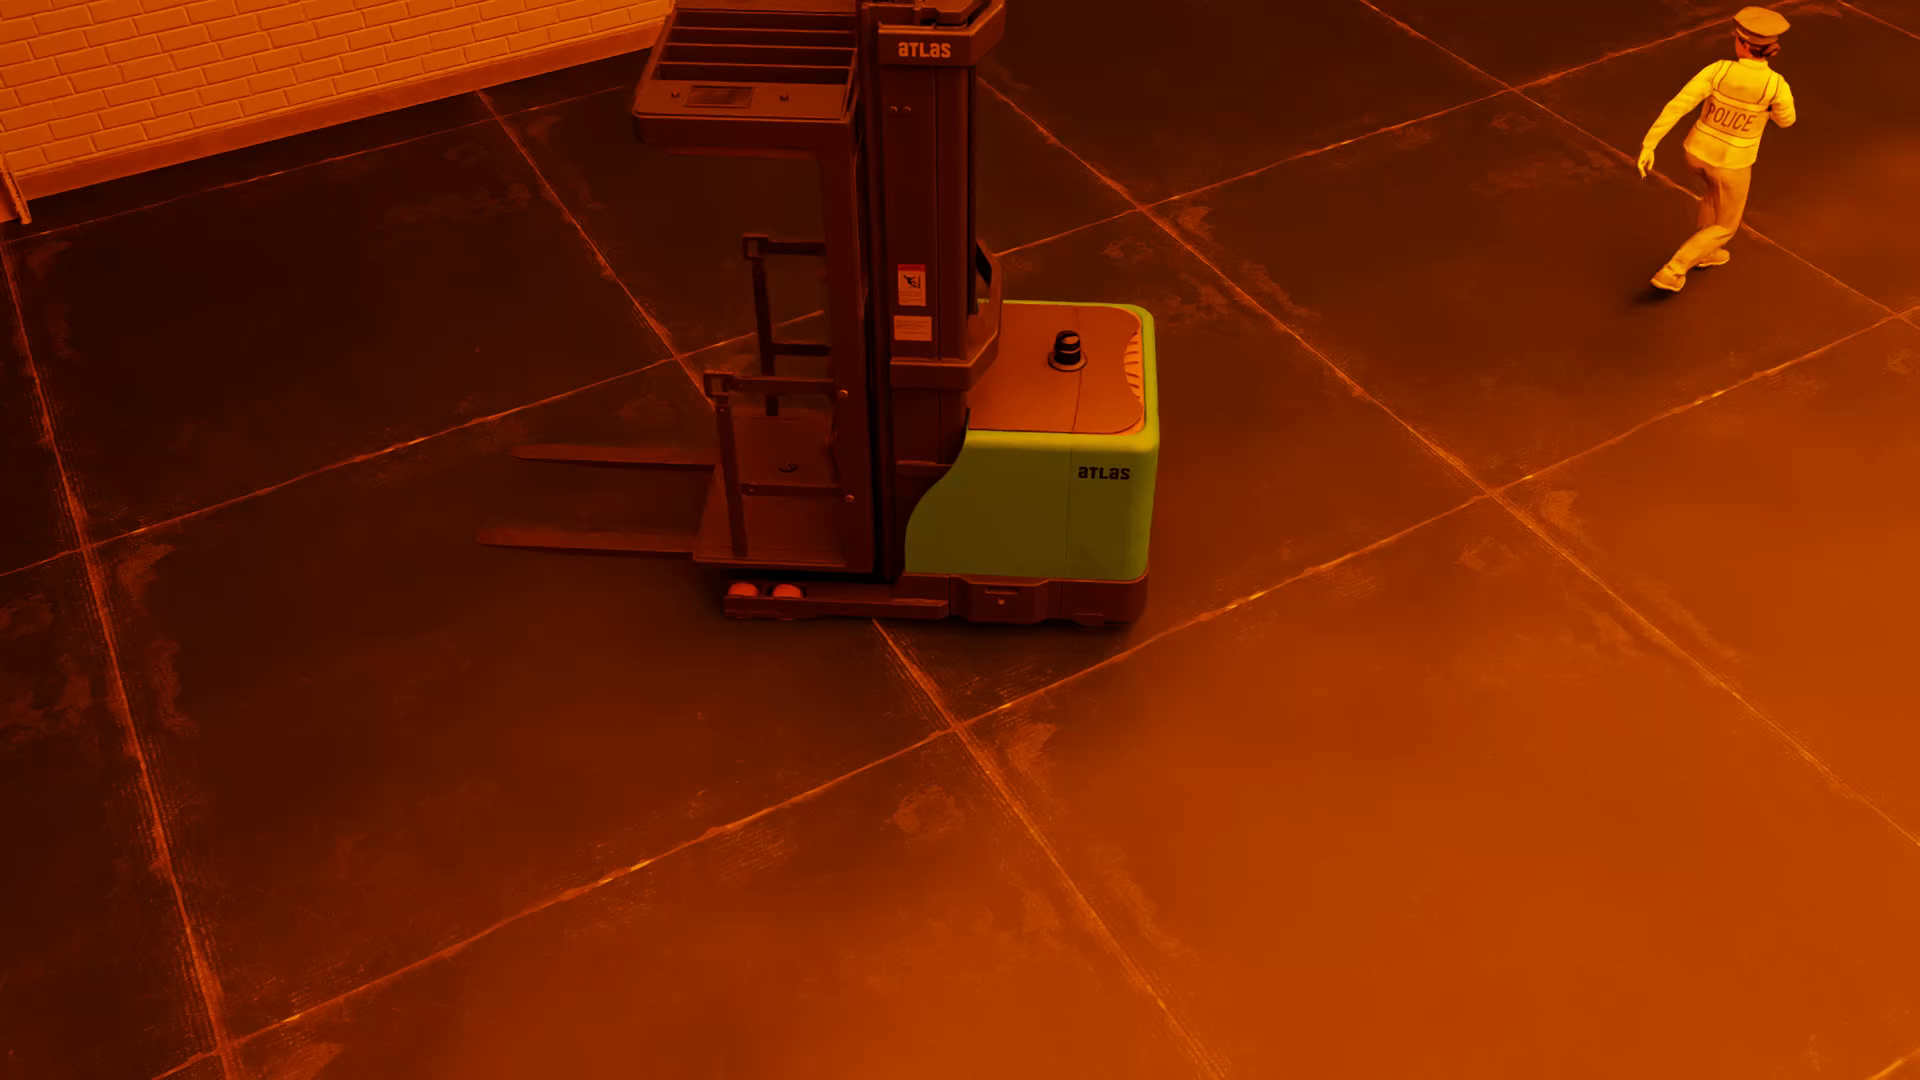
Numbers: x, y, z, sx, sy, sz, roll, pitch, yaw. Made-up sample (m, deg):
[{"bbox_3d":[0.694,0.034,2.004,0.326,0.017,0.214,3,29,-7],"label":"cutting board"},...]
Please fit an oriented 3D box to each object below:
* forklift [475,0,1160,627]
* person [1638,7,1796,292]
[{"bbox_3d":[-0.662,-1.071,6.853,3.031,2.935,1.130,2,43,2],"label":"forklift"},{"bbox_3d":[4.085,-2.085,8.961,0.815,1.581,0.530,-27,49,-26],"label":"person"}]
